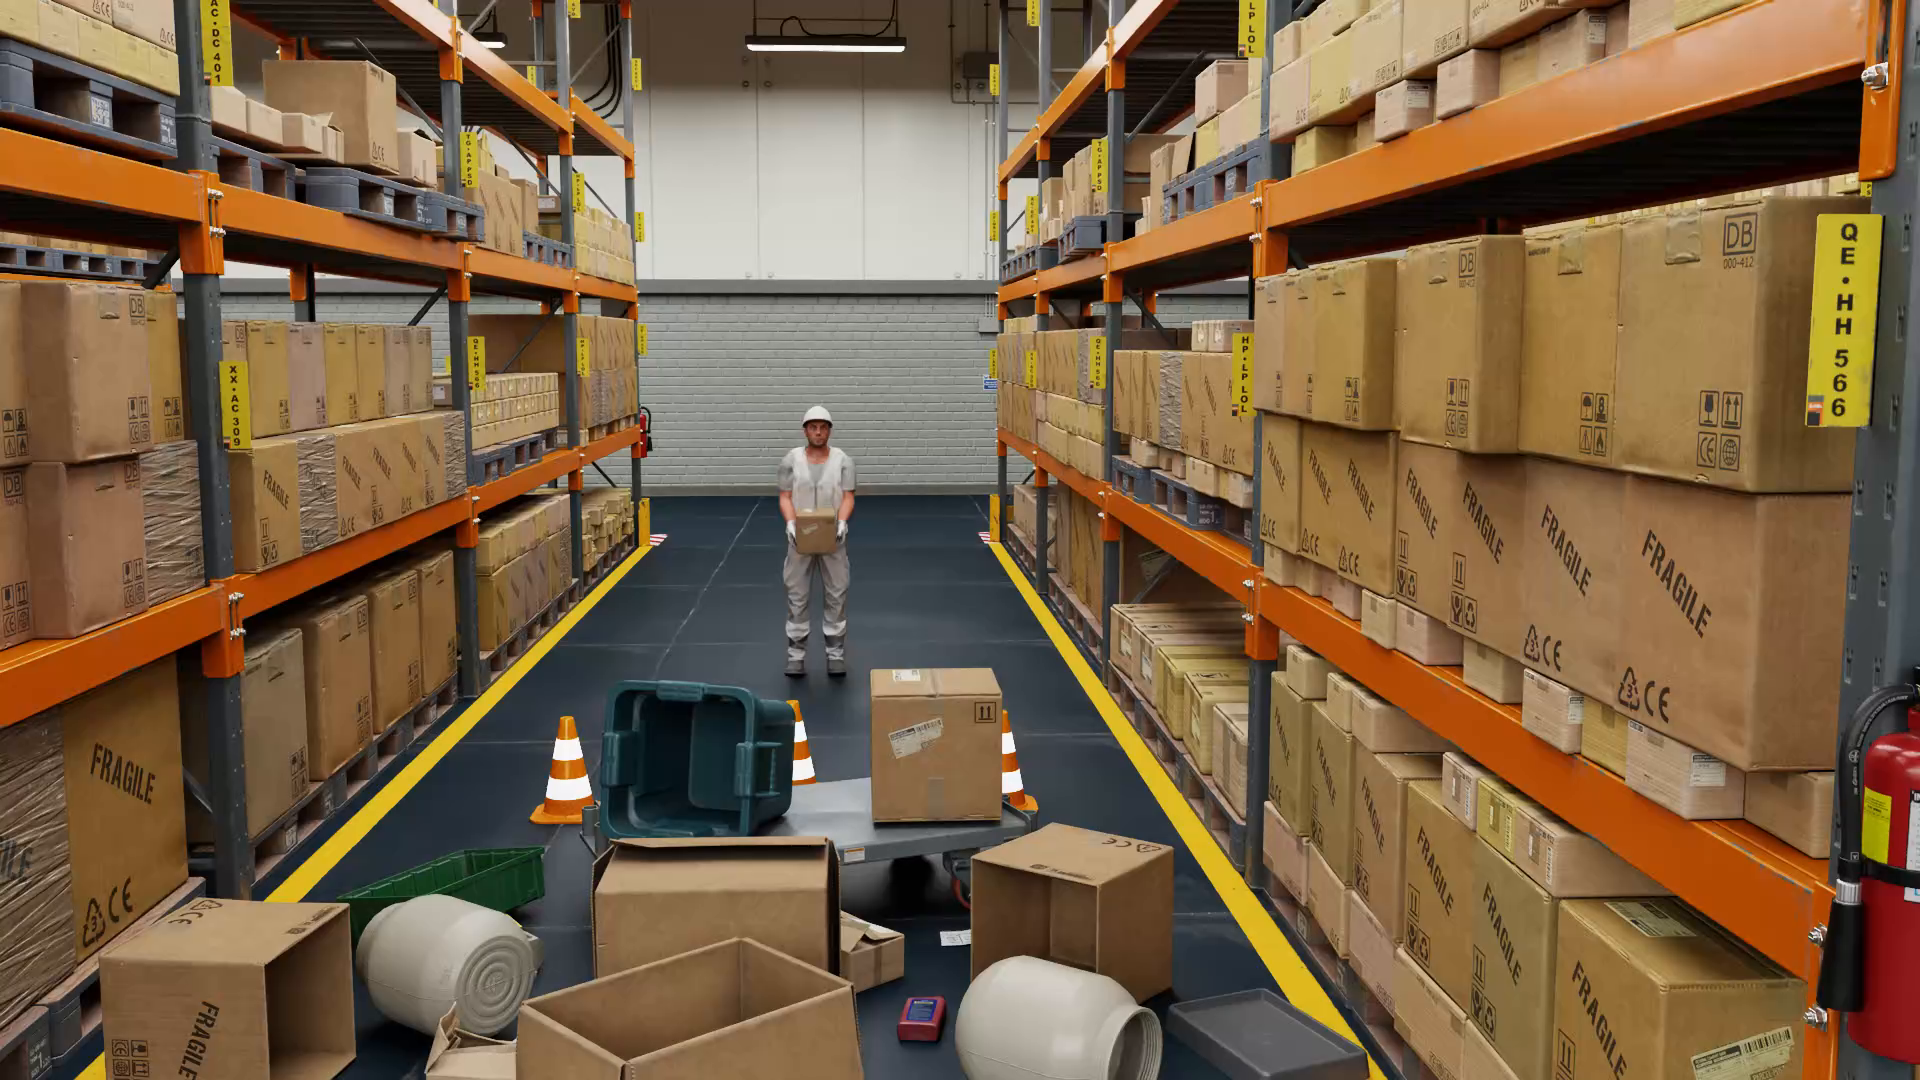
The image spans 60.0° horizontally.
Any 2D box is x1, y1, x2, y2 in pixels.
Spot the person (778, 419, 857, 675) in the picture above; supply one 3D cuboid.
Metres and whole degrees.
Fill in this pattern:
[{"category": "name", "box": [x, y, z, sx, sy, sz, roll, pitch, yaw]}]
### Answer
[{"category": "person", "box": [-12.829, 1.101, 2.036, 25.571, 1.746, 16.838, -1, 7, -4]}]
